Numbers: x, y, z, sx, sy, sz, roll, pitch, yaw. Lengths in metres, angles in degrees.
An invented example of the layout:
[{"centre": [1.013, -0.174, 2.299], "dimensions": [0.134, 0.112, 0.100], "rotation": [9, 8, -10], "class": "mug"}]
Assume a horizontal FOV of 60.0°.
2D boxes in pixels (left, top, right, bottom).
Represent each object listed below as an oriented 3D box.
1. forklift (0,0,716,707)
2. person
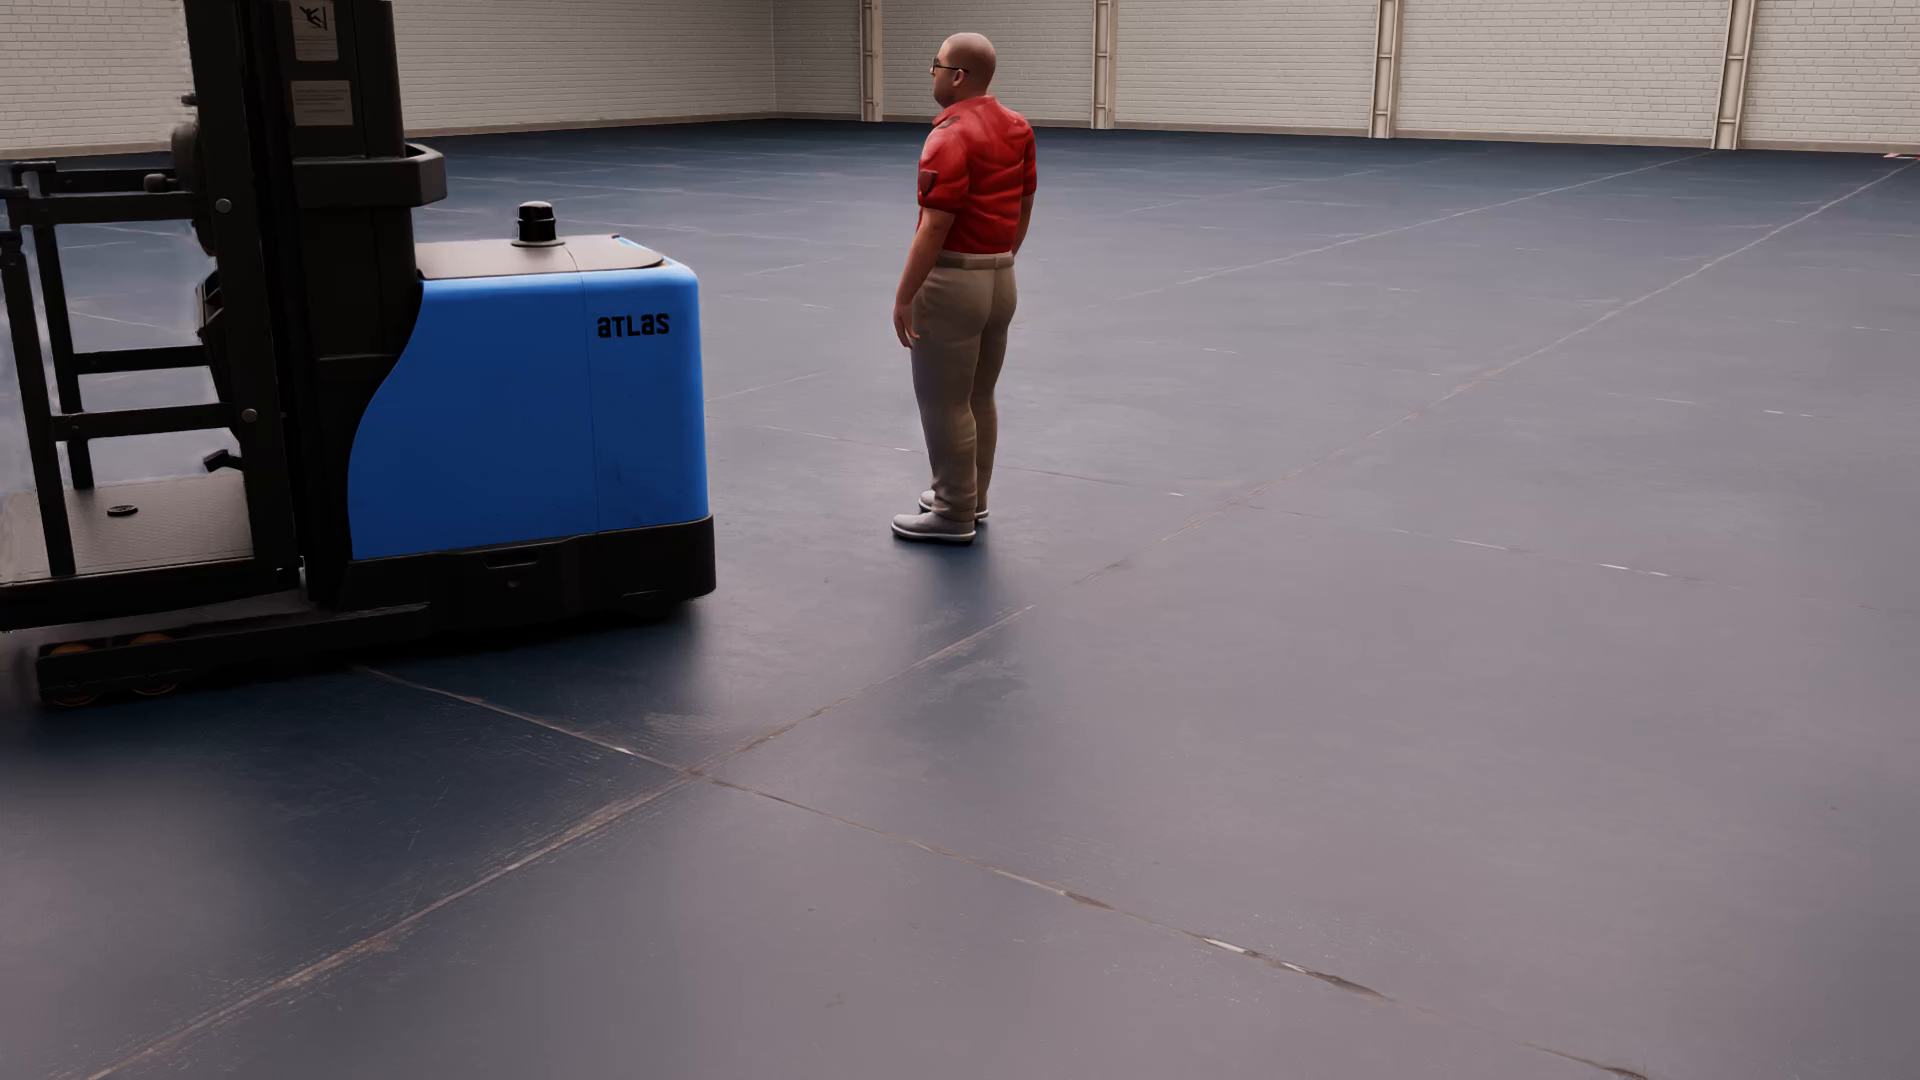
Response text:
[{"centre": [-2.325, -1.129, 4.609], "dimensions": [3.031, 2.935, 1.130], "rotation": [-7, 18, -23], "class": "forklift"}, {"centre": [-0.068, -0.853, 5.756], "dimensions": [0.550, 1.728, 0.641], "rotation": [11, 20, 33], "class": "person"}]
